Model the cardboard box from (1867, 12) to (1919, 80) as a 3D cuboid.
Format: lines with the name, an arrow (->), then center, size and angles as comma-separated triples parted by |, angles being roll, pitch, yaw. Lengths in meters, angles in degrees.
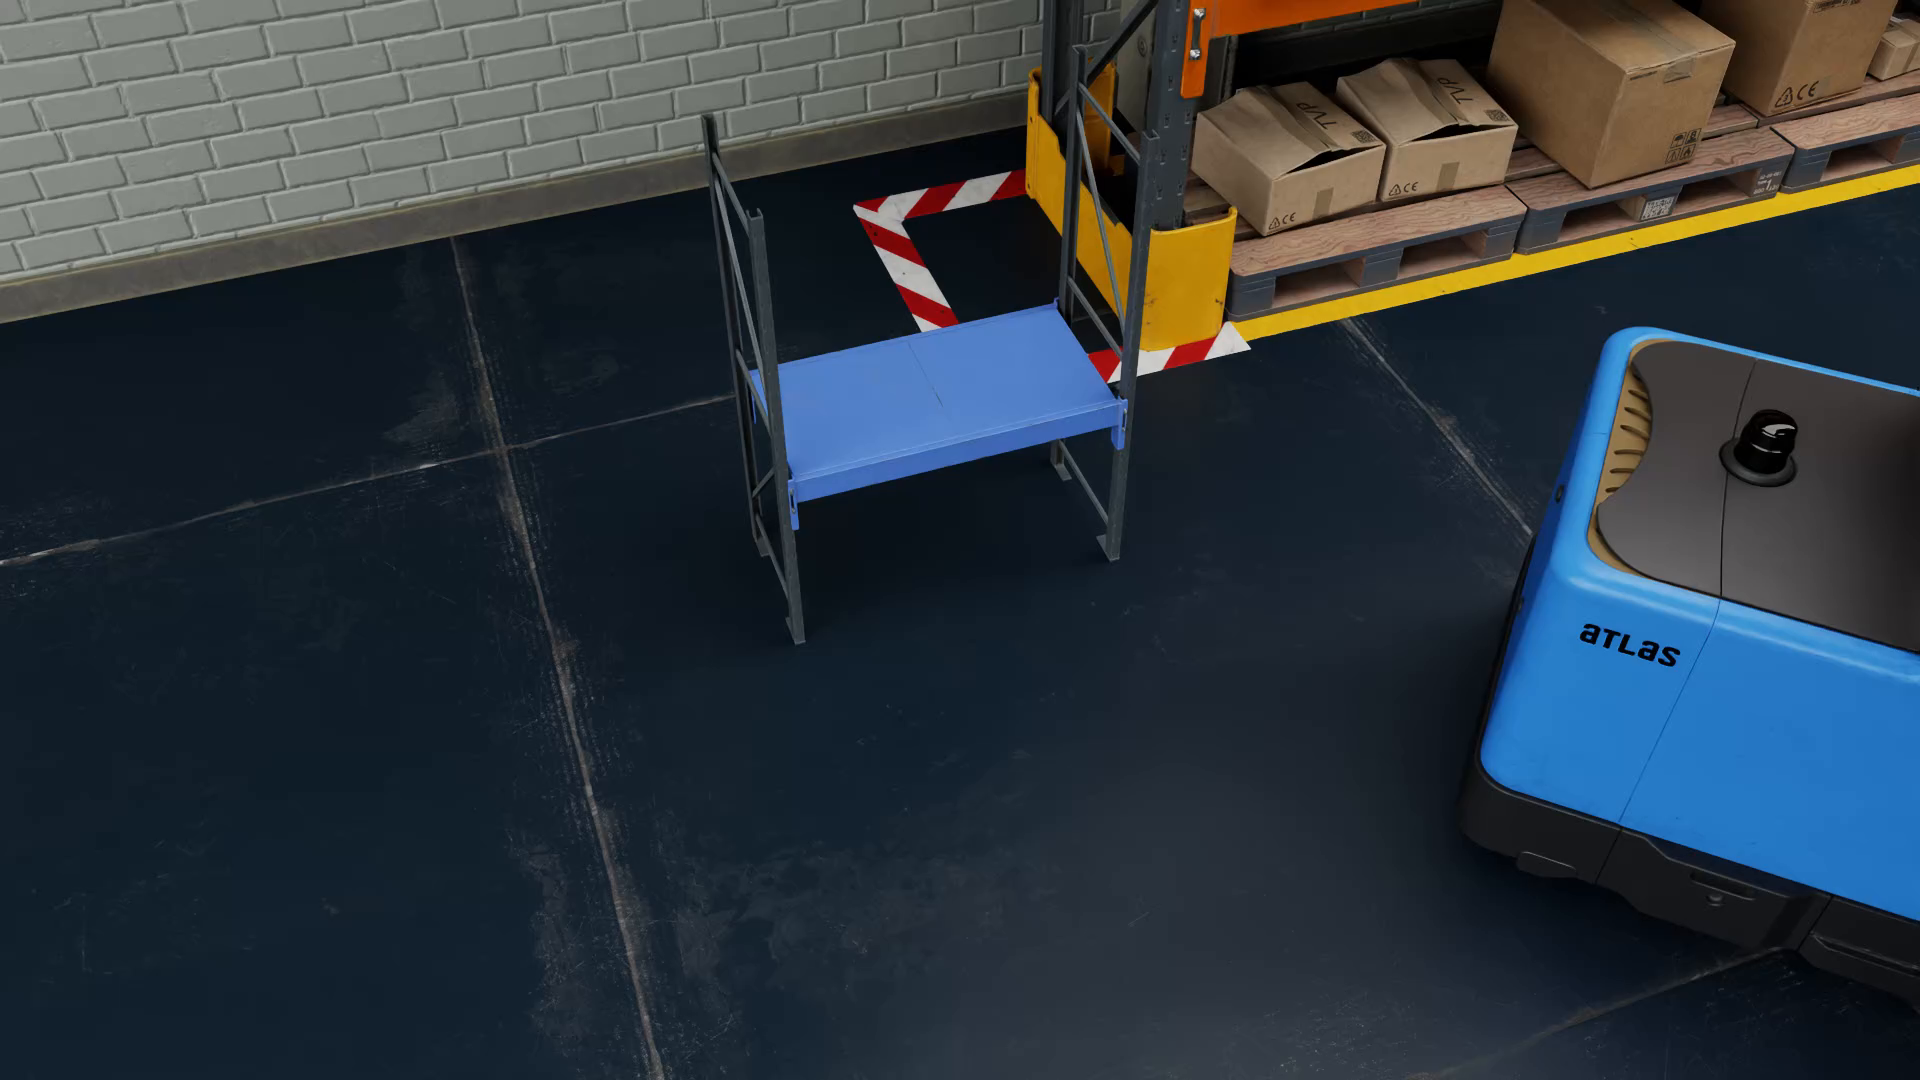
cardboard box -> 3.800, -2.098, 6.913 | 0.250, 0.166, 0.380 | -20, 49, -19

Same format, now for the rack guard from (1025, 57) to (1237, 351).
rack guard -> 0.602, -1.265, 6.158 | 0.348, 0.500, 1.175 | -14, 47, -14

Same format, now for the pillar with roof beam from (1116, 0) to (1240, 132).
pillar with roof beam -> 2.357, -2.124, 1.014 | 0.400, 9.000, 9.100 | -14, 47, -14

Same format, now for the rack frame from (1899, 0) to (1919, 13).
rack frame -> 4.293, -3.092, 6.213 | 0.127, 3.000, 1.000 | -14, 47, -14

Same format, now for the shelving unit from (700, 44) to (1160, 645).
shelving unit -> -0.080, -0.509, 4.698 | 1.048, 1.500, 0.538 | -14, 47, -14

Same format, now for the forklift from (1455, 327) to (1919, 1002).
forklift -> 2.879, -0.120, 3.301 | 3.031, 2.935, 1.130 | 17, 48, 16

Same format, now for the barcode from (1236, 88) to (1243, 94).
barcode -> 1.094, -1.716, 6.424 | 0.075, 0.075, 0.001 | -14, 47, -14

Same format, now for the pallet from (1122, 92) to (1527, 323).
pallet -> 1.379, -1.335, 6.432 | 1.213, 0.211, 1.003 | -14, 47, -14

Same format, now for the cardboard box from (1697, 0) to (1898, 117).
cardboard box -> 3.331, -2.088, 6.668 | 0.500, 0.500, 0.500 | -18, 48, -17

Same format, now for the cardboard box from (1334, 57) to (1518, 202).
cardboard box -> 1.749, -1.579, 6.294 | 0.500, 0.311, 0.500 | -11, 46, -11

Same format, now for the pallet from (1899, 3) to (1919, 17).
pallet -> 5.025, -2.295, 7.389 | 1.213, 0.211, 1.003 | -14, 47, -14

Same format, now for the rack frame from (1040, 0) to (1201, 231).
rack frame -> 0.531, -2.130, 5.255 | 0.127, 3.000, 1.000 | -14, 47, -14

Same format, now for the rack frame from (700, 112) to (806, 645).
rack frame -> -0.558, -0.387, 4.576 | 0.032, 1.500, 0.500 | -14, 47, -14

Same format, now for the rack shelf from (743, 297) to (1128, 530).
rack shelf -> -0.080, -0.382, 4.826 | 1.000, 0.185, 0.538 | -14, 47, -14

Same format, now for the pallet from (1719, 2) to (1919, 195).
pallet -> 3.674, -1.922, 7.017 | 1.213, 0.211, 1.003 | -14, 47, -14

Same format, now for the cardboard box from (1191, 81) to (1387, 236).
cardboard box -> 1.212, -1.442, 6.157 | 0.500, 0.311, 0.500 | -19, 48, -18

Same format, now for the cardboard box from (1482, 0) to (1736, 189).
cardboard box -> 2.456, -1.789, 6.370 | 0.500, 0.500, 0.700 | -17, 48, -16

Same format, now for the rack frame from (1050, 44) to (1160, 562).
rack frame -> 0.398, -0.631, 4.820 | 0.032, 1.500, 0.500 | -14, 47, -14

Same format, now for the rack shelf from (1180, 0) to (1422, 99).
rack shelf -> 2.412, -2.357, 5.989 | 4.000, 0.370, 1.077 | -14, 47, -14

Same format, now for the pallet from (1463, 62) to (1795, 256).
pallet -> 2.524, -1.626, 6.722 | 1.213, 0.211, 1.003 | -14, 47, -14
